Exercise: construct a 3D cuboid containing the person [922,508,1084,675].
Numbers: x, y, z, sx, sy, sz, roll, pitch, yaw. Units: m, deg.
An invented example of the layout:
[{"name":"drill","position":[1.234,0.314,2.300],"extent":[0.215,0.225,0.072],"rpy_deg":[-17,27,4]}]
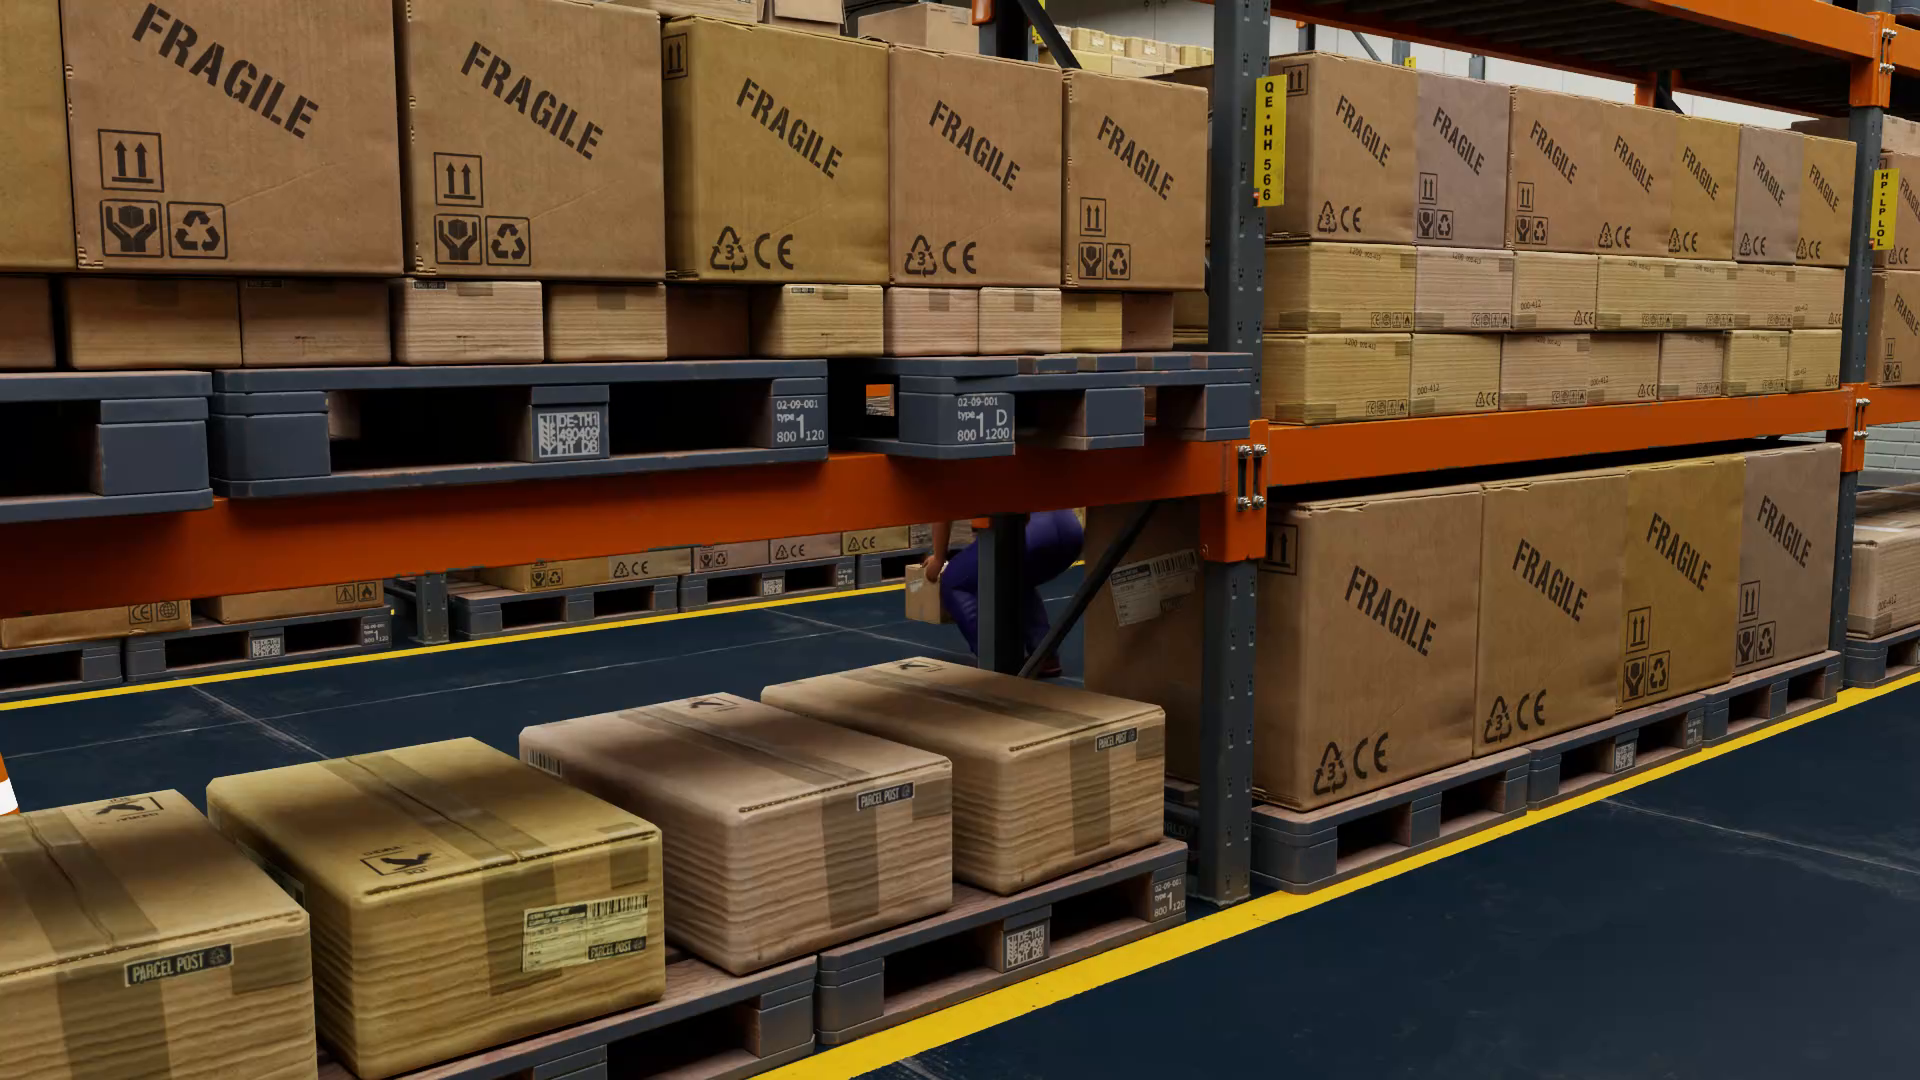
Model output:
[{"name":"person","position":[0.178,0.007,7.423],"extent":[0.540,1.230,0.727],"rpy_deg":[-7,10,-41]}]
